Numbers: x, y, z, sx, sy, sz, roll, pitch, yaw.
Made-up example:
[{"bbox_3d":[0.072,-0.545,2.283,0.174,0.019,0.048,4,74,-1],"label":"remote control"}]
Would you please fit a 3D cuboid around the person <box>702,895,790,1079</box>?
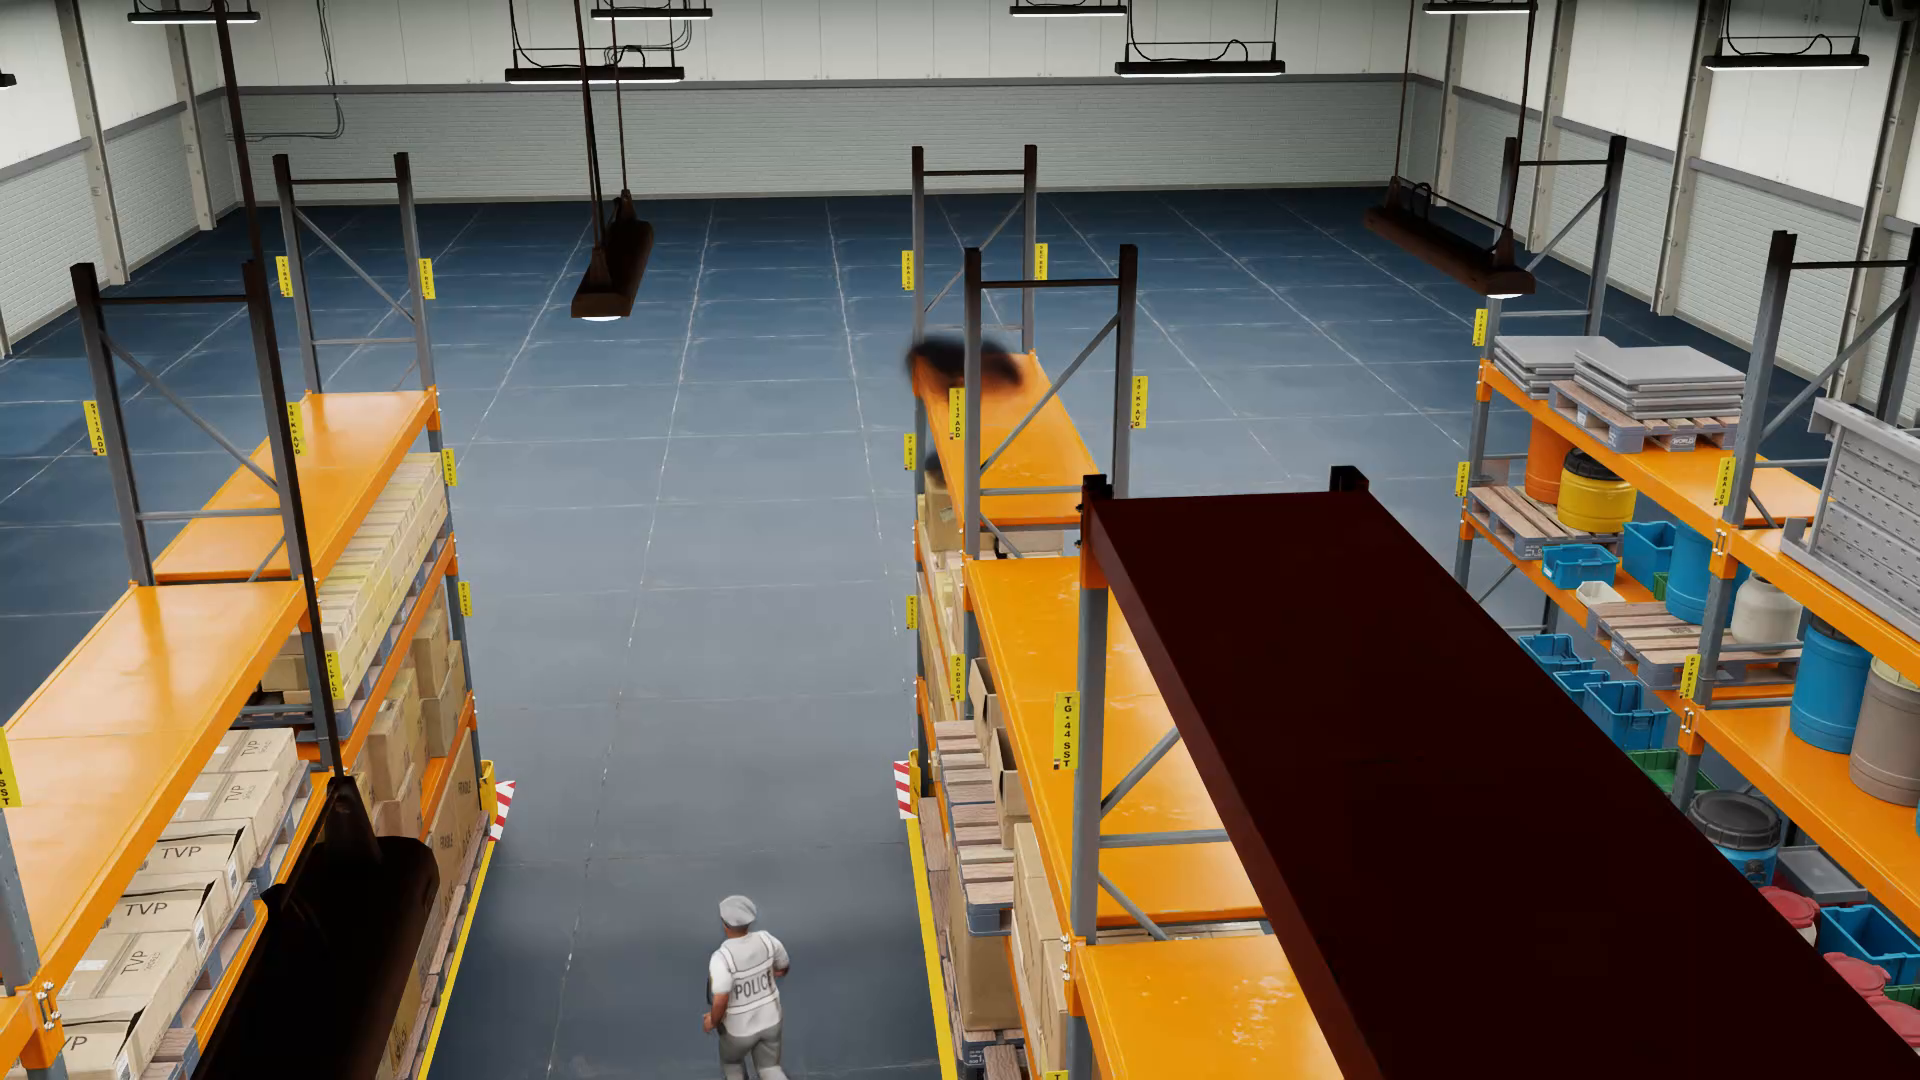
[{"bbox_3d":[-1.356,3.245,11.115,0.661,1.739,0.877,-15,26,-34],"label":"person"}]
